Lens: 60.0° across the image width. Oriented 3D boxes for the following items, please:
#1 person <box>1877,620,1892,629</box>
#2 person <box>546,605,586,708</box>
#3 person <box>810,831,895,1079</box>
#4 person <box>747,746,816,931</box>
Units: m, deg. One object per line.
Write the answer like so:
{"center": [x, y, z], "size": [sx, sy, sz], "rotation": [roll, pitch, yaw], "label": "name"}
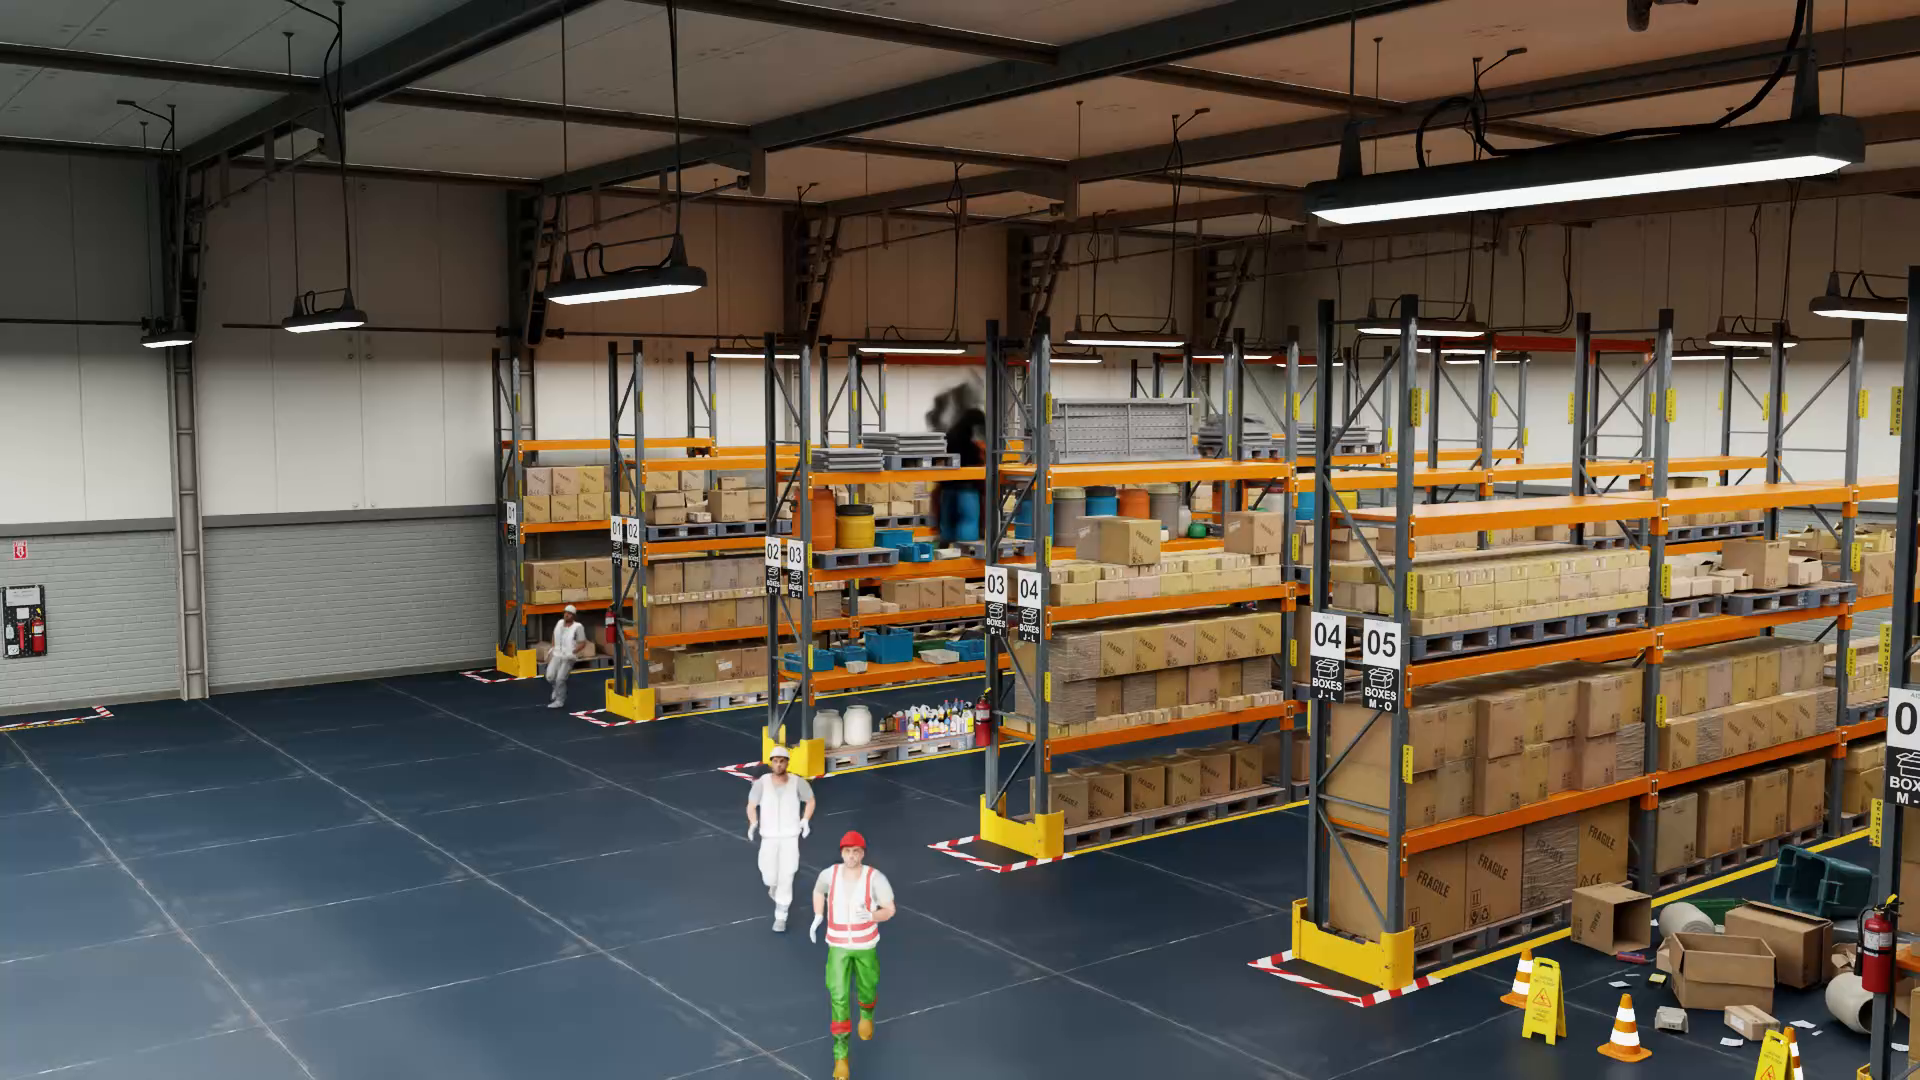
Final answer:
{"center": [13.872, 2.120, 24.907], "size": [0.733, 1.835, 0.672], "rotation": [-3, 6, -29], "label": "person"}
{"center": [-6.493, 1.920, 27.245], "size": [0.733, 1.708, 0.555], "rotation": [2, 5, 19], "label": "person"}
{"center": [-0.826, 3.118, 12.801], "size": [0.659, 1.778, 0.996], "rotation": [0, 5, 1], "label": "person"}
{"center": [-1.740, 2.873, 16.216], "size": [0.667, 1.749, 0.745], "rotation": [0, 5, -3], "label": "person"}
